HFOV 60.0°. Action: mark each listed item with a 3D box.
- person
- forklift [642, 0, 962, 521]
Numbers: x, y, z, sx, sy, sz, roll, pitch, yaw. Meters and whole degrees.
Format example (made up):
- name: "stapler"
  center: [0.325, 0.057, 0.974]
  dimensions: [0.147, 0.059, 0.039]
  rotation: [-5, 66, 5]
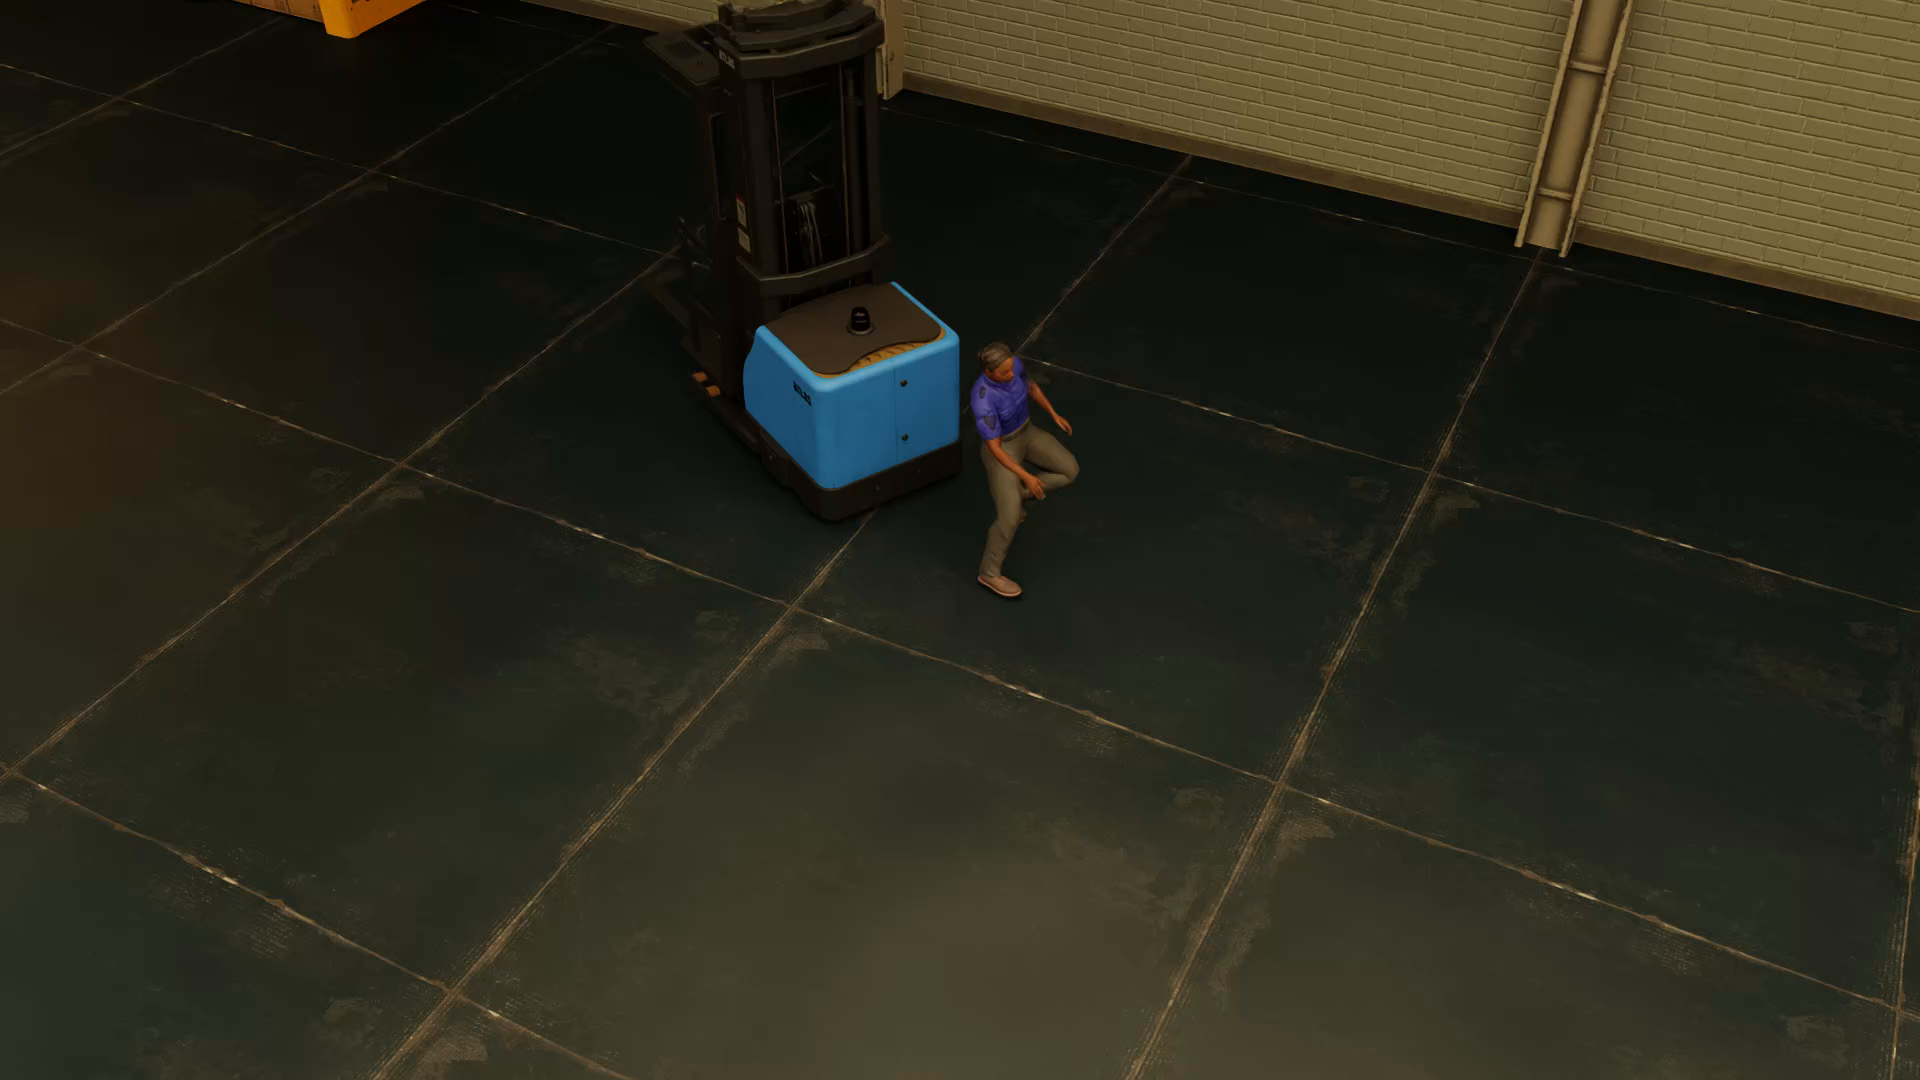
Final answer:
- name: "person"
  center: [0.367, -0.476, 9.665]
  dimensions: [0.683, 1.484, 0.752]
  rotation: [26, 47, 28]
- name: "forklift"
  center: [-1.215, -2.159, 10.550]
  dimensions: [1.130, 2.935, 3.031]
  rotation: [-23, 45, -25]
